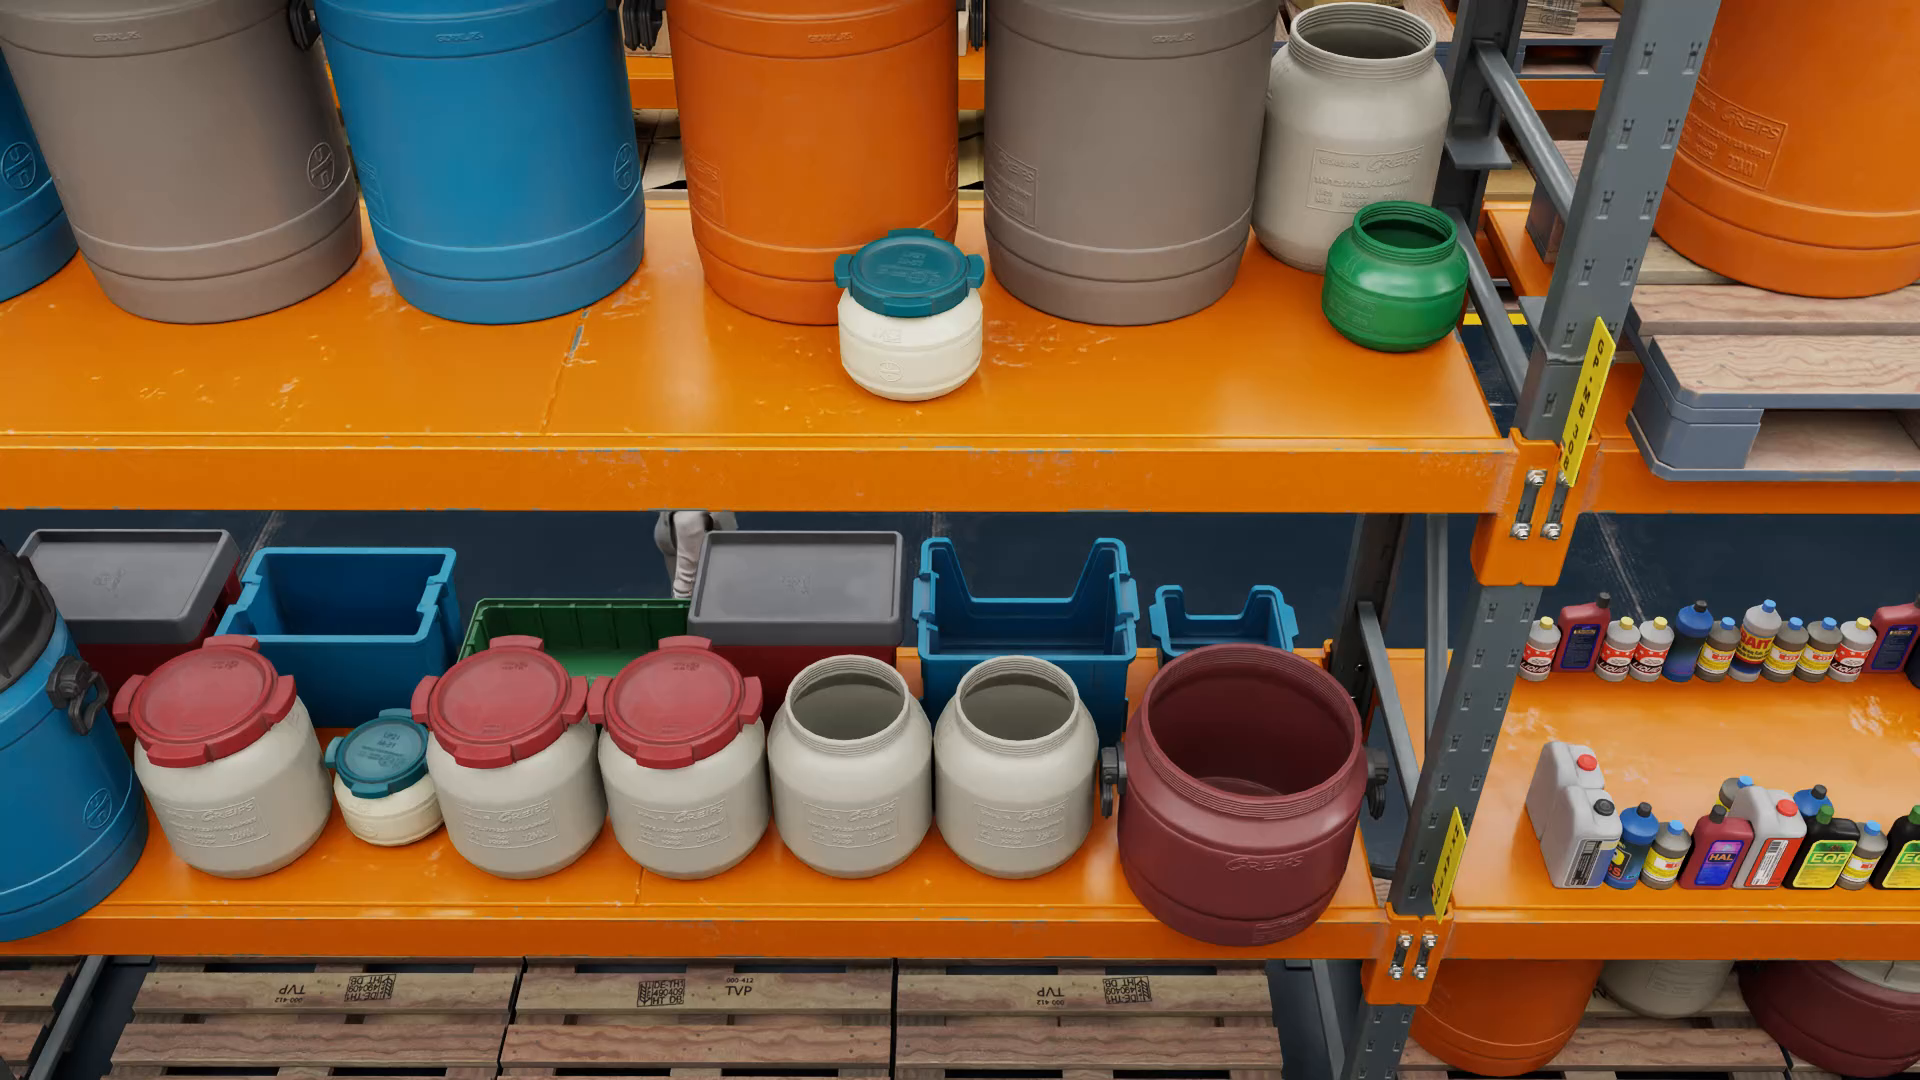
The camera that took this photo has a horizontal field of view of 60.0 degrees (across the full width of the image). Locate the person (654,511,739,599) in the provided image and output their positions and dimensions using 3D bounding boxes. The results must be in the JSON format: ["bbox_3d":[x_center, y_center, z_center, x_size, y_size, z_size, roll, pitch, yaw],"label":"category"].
[{"bbox_3d":[-0.914,0.225,5.942,0.368,1.551,0.423,1,40,1],"label":"person"}]
